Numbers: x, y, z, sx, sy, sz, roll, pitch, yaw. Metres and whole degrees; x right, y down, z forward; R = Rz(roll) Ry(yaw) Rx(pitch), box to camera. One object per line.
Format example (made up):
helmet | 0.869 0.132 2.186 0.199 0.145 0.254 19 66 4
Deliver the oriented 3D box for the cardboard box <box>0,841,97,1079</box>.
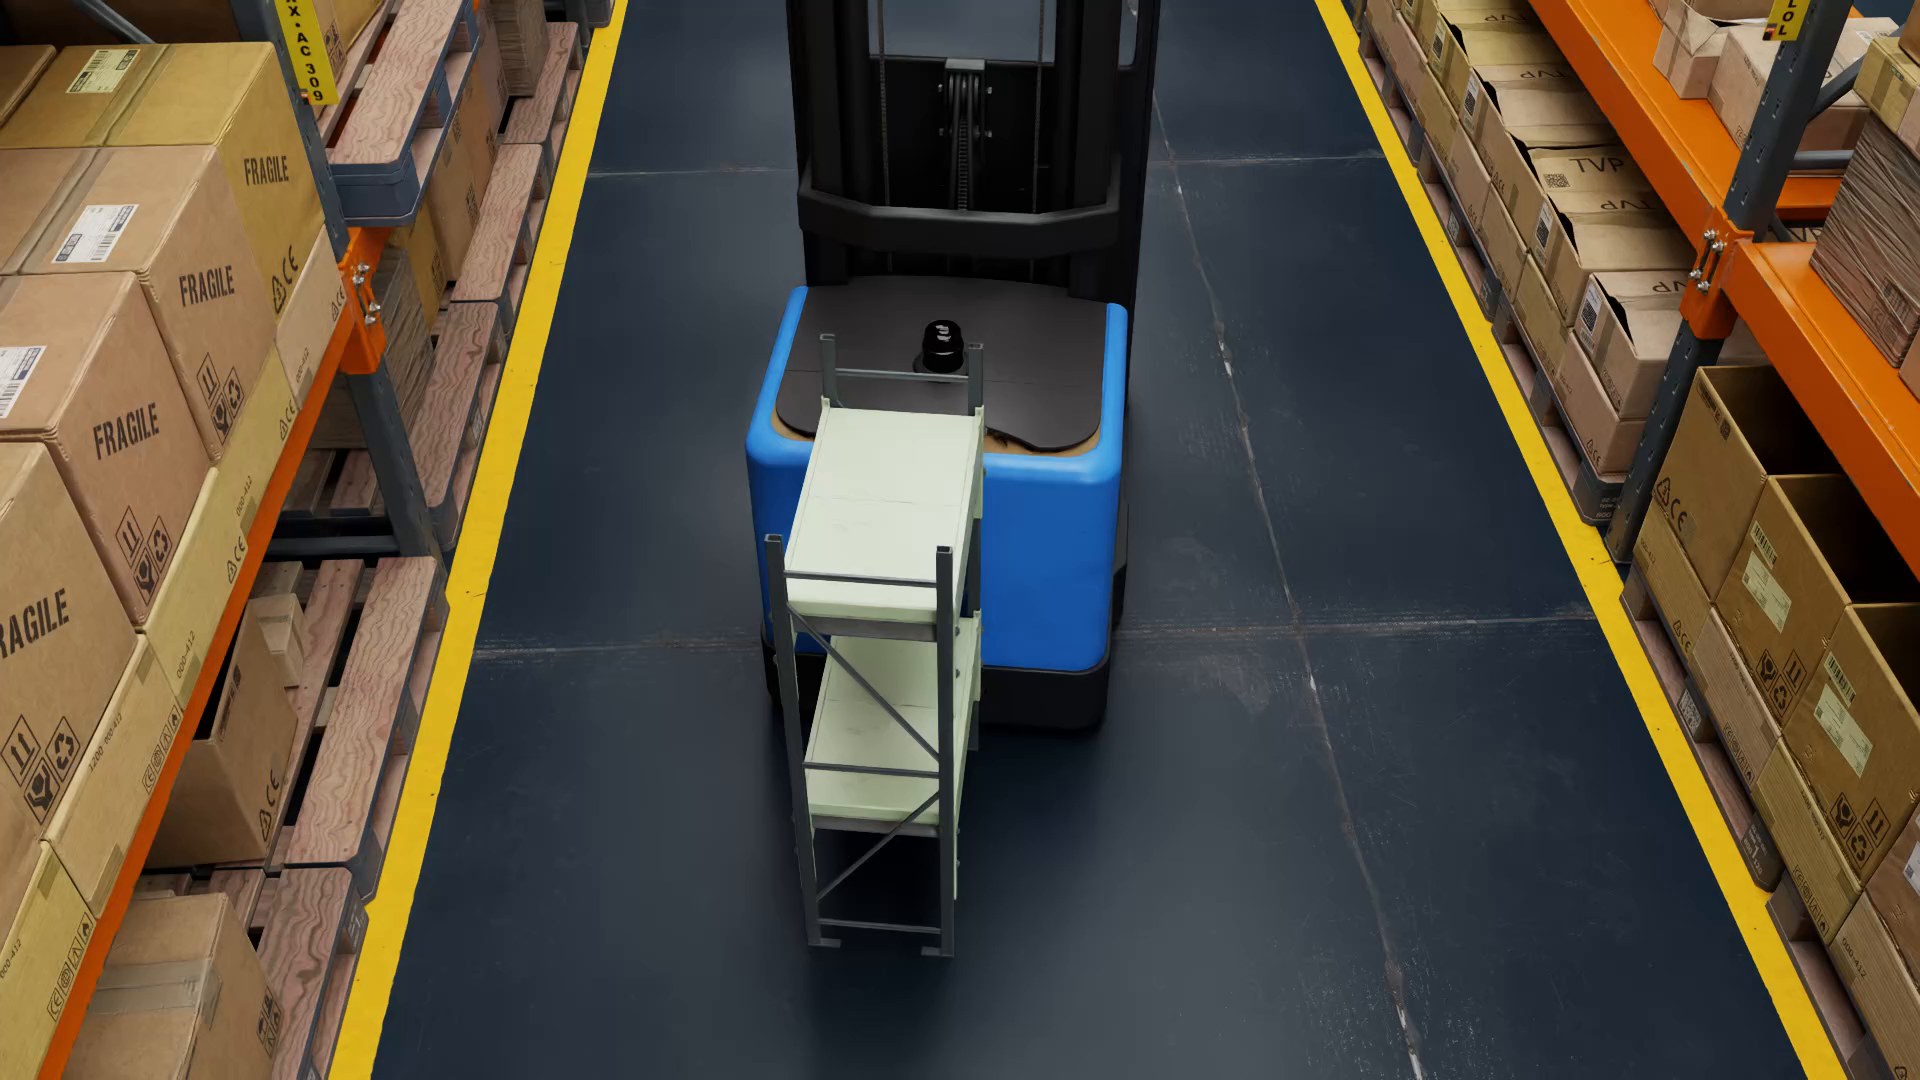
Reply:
cardboard box | -1.812 0.786 2.768 0.500 0.250 0.500 -2 43 -2

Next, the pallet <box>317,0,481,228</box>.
pallet | -2.114 -1.378 5.176 1.003 0.211 1.213 -2 43 -2

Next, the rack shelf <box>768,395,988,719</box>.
rack shelf | -0.179 0.027 4.034 0.431 0.370 0.720 4 43 4

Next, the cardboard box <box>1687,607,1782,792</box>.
cardboard box | 2.455 0.445 4.769 0.500 0.250 0.500 -2 43 -2

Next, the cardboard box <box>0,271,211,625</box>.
cardboard box | -1.860 -0.170 3.257 0.500 0.500 0.500 -3 43 -3

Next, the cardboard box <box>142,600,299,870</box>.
cardboard box | -2.142 0.530 4.476 0.500 0.500 0.500 -5 43 -5

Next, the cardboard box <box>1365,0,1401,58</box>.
cardboard box | 2.281 -2.553 8.040 0.500 0.250 0.500 -2 43 -2

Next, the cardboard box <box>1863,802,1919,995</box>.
cardboard box | 2.495 0.843 3.779 0.500 0.500 0.500 -2 43 -2

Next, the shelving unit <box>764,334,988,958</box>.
shelving unit | -0.179 0.314 4.297 0.431 1.500 0.755 4 43 4

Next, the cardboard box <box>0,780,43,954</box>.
cardboard box | -1.803 0.529 2.494 0.500 0.500 0.500 -3 43 -3

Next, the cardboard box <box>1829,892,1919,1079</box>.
cardboard box | 2.499 1.120 4.033 0.500 0.250 0.500 -2 43 -2

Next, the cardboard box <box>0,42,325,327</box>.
cardboard box | -1.897 -0.847 3.996 0.500 0.500 0.500 -2 43 -2

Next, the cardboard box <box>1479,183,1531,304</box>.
cardboard box | 2.373 -1.173 6.534 0.500 0.250 0.500 -1 43 -1

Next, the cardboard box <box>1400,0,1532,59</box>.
cardboard box | 2.312 -2.406 7.464 0.500 0.311 0.500 -3 43 -3

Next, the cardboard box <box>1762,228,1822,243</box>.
cardboard box | 2.938 -1.046 5.980 0.500 0.311 0.500 -2 43 -2

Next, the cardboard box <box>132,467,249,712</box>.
cardboard box | -1.854 0.106 3.511 0.500 0.250 0.500 -2 43 -2

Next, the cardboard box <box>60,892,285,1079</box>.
cardboard box | -2.002 1.179 3.768 0.700 0.500 0.500 -4 43 -4

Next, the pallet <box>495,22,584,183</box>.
pallet | -2.365 -2.074 7.856 1.003 0.211 1.213 -2 43 -2

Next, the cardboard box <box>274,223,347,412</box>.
cardboard box | -1.904 -0.570 4.248 0.500 0.250 0.500 -2 43 -2

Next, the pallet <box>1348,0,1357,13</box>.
pallet | 2.559 -3.251 9.141 1.003 0.211 1.213 -2 43 -2

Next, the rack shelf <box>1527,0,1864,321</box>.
rack shelf | 2.638 -2.159 6.418 1.077 0.370 4.000 -2 43 -2

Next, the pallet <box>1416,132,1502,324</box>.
pallet | 2.597 -1.368 7.086 1.003 0.211 1.213 -2 43 -2

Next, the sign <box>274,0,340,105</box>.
sign | -1.685 -1.269 4.274 0.100 0.325 0.005 -2 43 -2

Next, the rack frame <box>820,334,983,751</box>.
rack frame | -0.144 0.068 4.566 0.400 1.500 0.023 4 43 4

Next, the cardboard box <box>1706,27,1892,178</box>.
cardboard box | 2.658 -1.350 5.113 0.500 0.250 0.500 1 43 1

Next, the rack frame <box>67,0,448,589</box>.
rack frame | -2.227 -0.929 4.544 1.000 3.000 0.127 -2 43 -2

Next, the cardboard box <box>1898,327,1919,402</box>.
cardboard box | 2.777 -0.455 3.953 0.700 0.500 0.500 -2 43 -2

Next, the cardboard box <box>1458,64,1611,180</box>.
cardboard box | 2.354 -1.714 6.709 0.500 0.311 0.500 -2 43 -2

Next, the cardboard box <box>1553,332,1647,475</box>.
cardboard box | 2.415 -0.487 5.785 0.500 0.250 0.500 -2 43 -2

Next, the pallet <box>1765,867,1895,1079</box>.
pallet | 2.769 1.318 4.156 1.003 0.211 1.213 -2 43 -2

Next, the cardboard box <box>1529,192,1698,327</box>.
cardboard box | 2.391 -1.038 5.972 0.500 0.311 0.500 -1 43 -1

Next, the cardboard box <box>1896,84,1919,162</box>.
cardboard box | 2.551 -0.993 4.060 0.380 0.149 0.250 -1 43 -1

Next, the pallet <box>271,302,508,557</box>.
pallet | -2.261 -0.427 6.059 1.003 0.211 1.213 -2 43 -2

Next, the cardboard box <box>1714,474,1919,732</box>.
cardboard box | 2.459 0.168 4.516 0.500 0.500 0.500 -2 43 -2

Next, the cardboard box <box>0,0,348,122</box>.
cardboard box | -2.214 -1.473 4.737 0.700 0.500 0.500 -2 43 -2

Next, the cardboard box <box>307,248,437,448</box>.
cardboard box | -2.274 -0.666 5.781 0.700 0.500 0.500 0 43 0

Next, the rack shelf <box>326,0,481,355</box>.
rack shelf | -2.311 -2.014 6.260 1.077 0.370 4.000 -2 43 -2

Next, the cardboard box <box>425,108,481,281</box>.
cardboard box | -2.328 -1.359 6.537 0.700 0.500 0.500 -1 43 -1

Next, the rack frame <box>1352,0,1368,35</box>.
rack frame | 2.553 -3.774 7.648 1.000 3.000 0.127 -2 43 -2

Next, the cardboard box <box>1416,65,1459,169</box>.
cardboard box | 2.332 -1.863 7.287 0.500 0.250 0.500 -3 43 -3

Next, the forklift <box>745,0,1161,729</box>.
forklift | 0.061 -1.504 5.221 1.130 2.935 3.031 4 43 4

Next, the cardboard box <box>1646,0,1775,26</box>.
cardboard box | 2.684 -1.985 5.622 0.500 0.500 0.500 1 43 1

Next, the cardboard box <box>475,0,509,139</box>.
cardboard box | -2.408 -2.034 7.274 0.700 0.500 0.500 -2 43 -2
